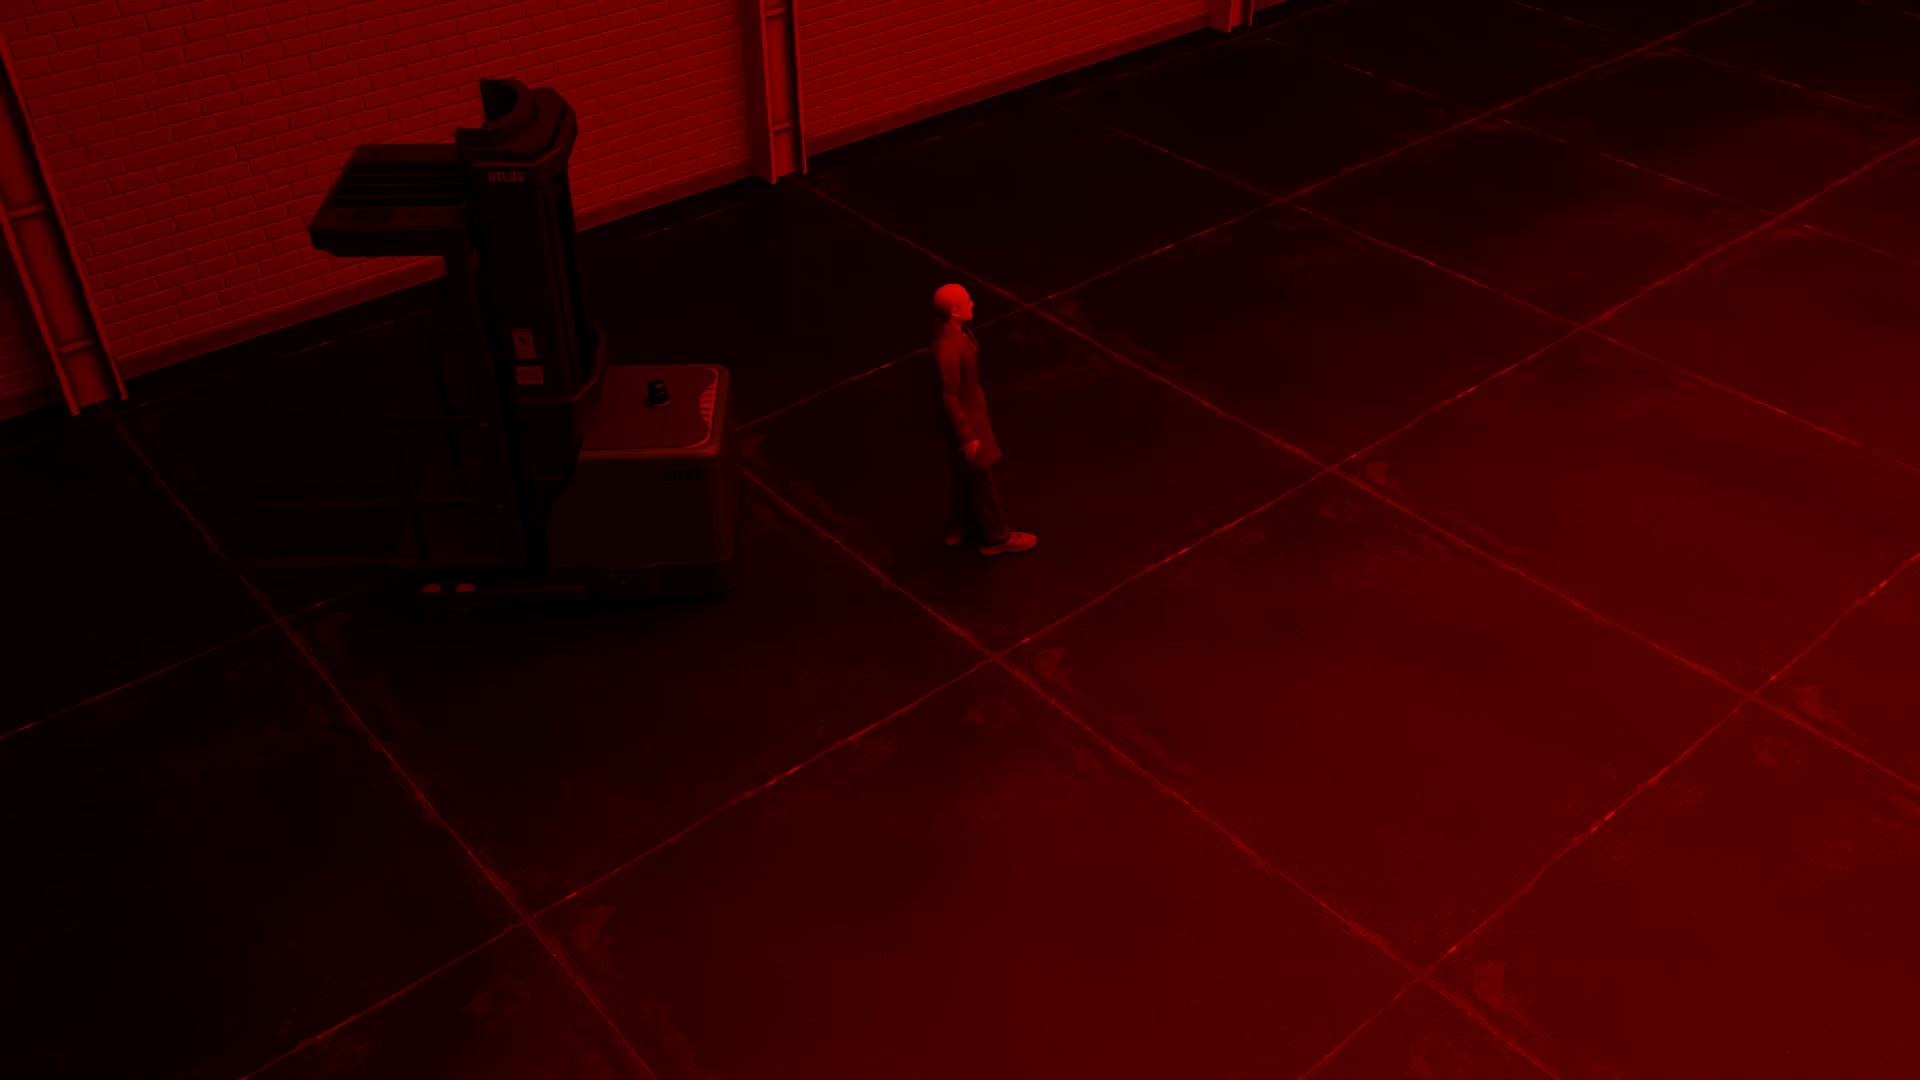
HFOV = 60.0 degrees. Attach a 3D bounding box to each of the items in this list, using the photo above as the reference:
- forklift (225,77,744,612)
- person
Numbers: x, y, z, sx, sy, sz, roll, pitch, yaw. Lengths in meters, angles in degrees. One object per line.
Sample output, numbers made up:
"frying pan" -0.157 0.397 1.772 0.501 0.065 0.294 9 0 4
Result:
"forklift" -2.881 -1.073 9.485 3.031 2.935 1.130 -2 36 -2
"person" 0.154 -0.723 9.989 0.659 1.776 0.703 -1 36 -1
